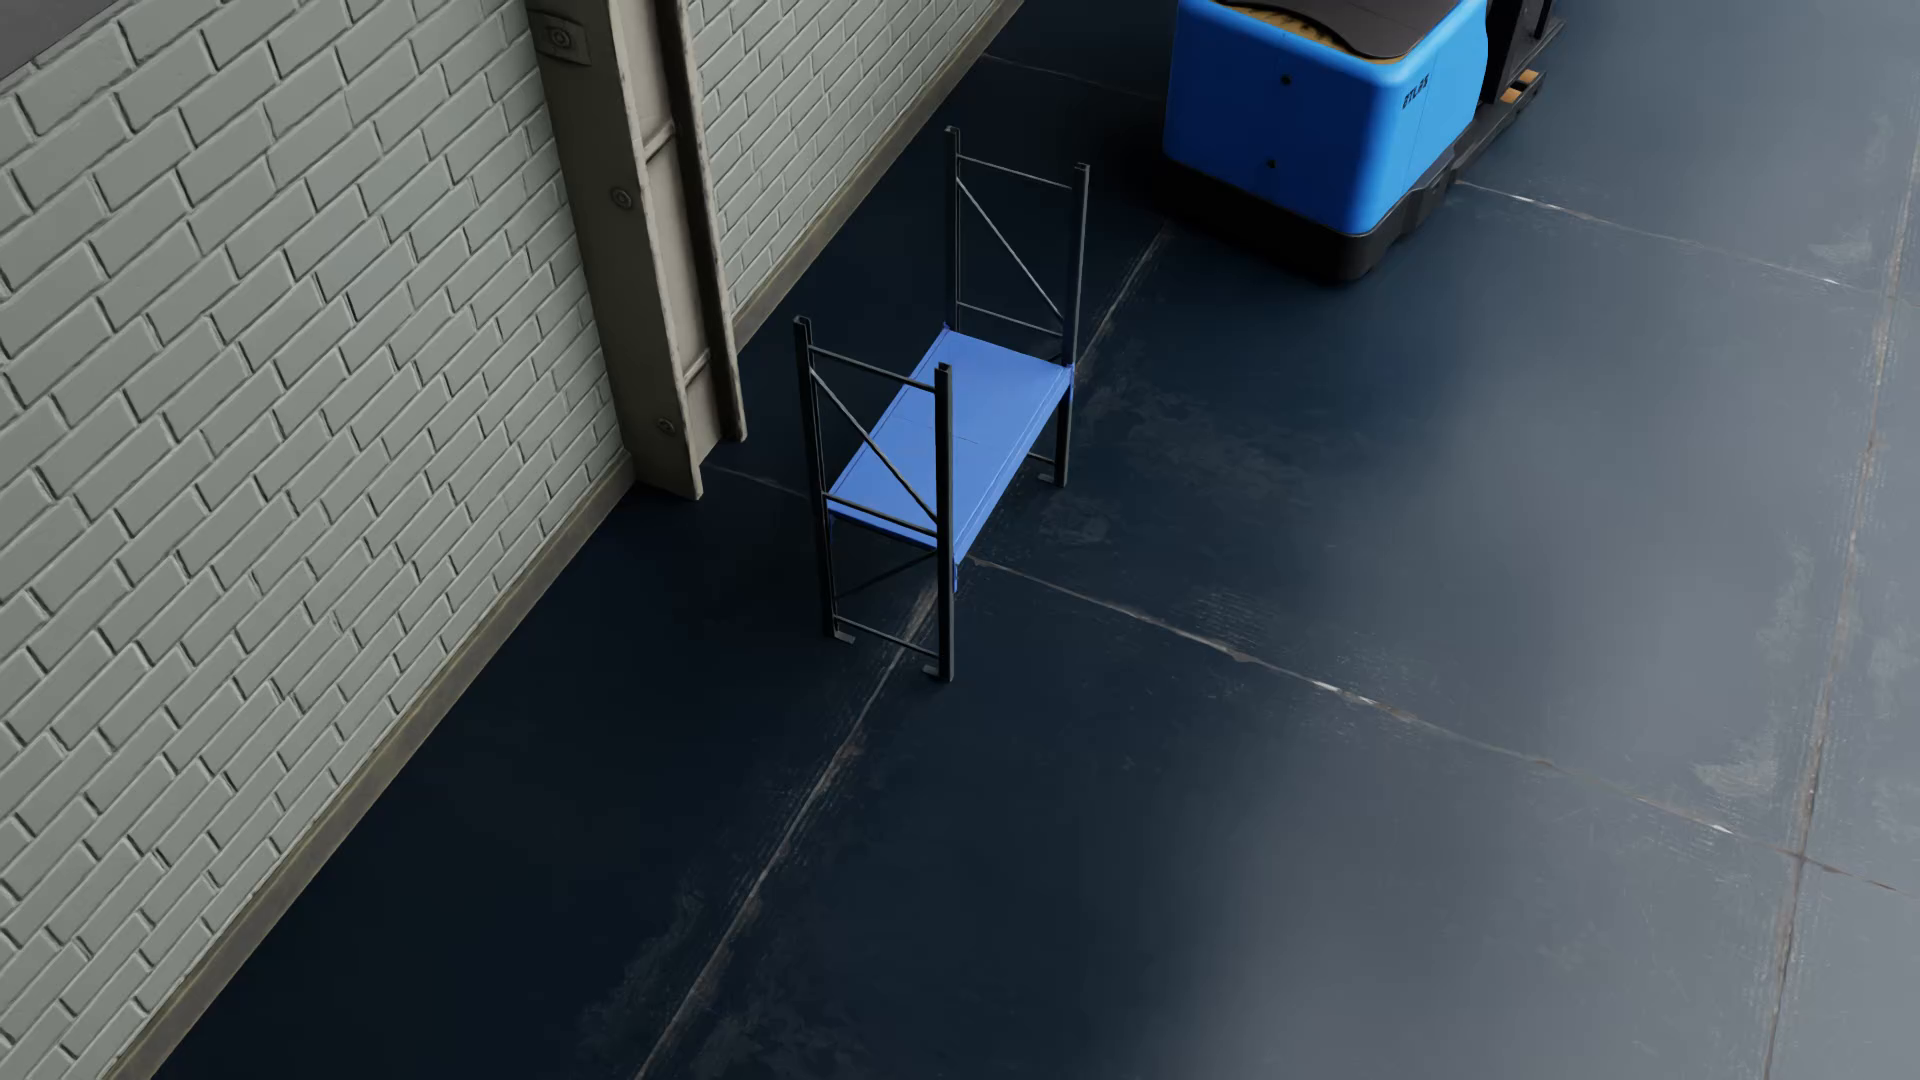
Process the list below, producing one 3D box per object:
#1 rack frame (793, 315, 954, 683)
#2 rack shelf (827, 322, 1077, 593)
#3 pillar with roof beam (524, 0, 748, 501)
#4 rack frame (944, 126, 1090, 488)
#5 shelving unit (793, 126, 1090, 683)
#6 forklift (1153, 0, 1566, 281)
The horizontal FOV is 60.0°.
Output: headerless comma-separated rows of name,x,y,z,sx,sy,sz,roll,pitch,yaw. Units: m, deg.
rack frame,-0.254,-0.077,5.331,0.500,1.500,0.032,20,52,16
rack shelf,-0.036,-0.311,5.766,0.538,0.185,1.000,20,52,16
pillar with roof beam,2.828,-1.851,1.916,9.100,9.000,0.400,20,52,16
rack frame,0.181,-0.777,5.927,0.500,1.500,0.032,20,52,16
shelving unit,-0.036,-0.427,5.629,0.538,1.500,1.048,20,52,16
forklift,2.158,-3.139,6.996,1.130,2.935,3.031,30,56,23
